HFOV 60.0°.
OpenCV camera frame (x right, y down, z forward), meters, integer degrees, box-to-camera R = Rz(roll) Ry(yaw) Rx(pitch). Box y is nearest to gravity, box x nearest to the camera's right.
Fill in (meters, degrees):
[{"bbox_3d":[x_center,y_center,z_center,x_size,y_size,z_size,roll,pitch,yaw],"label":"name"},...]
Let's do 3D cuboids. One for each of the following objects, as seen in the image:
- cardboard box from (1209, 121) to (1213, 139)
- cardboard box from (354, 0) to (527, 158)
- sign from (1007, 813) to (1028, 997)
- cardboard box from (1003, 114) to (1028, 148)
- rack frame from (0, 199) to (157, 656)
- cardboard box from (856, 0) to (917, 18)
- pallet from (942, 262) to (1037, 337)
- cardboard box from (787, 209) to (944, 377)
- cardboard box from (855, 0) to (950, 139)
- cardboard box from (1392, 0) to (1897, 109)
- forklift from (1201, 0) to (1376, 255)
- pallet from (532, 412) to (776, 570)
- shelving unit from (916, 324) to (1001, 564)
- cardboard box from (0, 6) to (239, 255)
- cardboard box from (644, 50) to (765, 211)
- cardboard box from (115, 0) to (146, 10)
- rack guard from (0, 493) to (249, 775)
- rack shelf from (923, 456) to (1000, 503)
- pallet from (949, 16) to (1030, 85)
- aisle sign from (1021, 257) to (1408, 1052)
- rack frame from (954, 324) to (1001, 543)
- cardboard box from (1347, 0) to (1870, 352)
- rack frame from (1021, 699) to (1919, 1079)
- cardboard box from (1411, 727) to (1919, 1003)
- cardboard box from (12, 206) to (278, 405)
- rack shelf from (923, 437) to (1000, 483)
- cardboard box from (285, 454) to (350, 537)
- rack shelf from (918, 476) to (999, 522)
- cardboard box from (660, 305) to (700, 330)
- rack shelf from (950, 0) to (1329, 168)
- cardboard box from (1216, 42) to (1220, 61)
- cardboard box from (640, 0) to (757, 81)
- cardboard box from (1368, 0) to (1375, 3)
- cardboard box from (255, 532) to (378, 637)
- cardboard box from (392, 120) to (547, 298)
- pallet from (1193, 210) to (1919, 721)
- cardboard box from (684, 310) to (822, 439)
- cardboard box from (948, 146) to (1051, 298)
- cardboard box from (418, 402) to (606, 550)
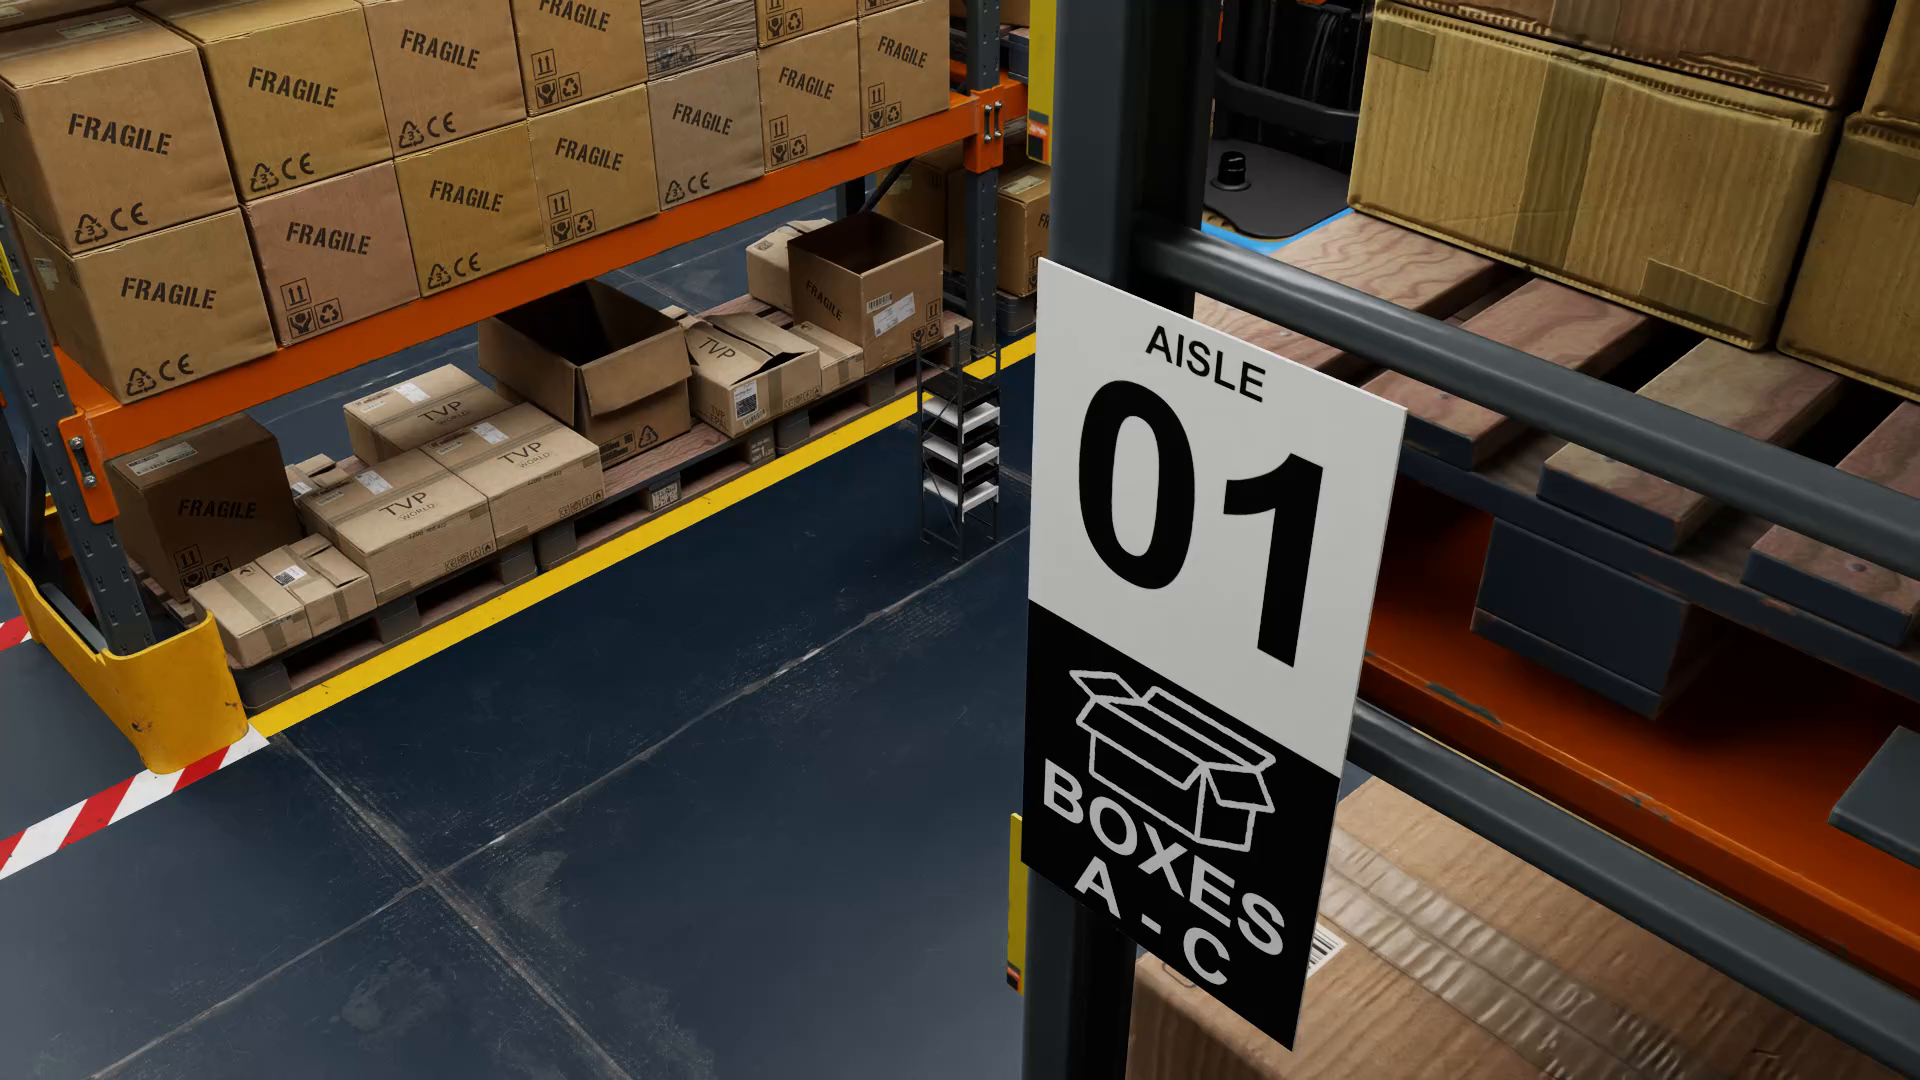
[{"bbox_3d":[1.017,-1.995,8.788,0.500,0.500,0.500,-29,44,-35],"label":"cardboard box"},{"bbox_3d":[-1.822,-1.638,5.515,0.500,0.500,0.500,-29,44,-35],"label":"cardboard box"},{"bbox_3d":[0.102,0.502,2.189,0.100,0.325,0.005,30,45,35],"label":"sign"},{"bbox_3d":[0.276,-1.989,8.780,0.500,0.500,0.500,-30,45,-35],"label":"cardboard box"},{"bbox_3d":[-3.041,-0.697,5.127,1.000,3.000,0.127,30,45,35],"label":"rack frame"},{"bbox_3d":[-0.395,-2.462,6.696,0.500,0.500,0.500,-30,45,-35],"label":"cardboard box"},{"bbox_3d":[0.324,-1.522,8.748,1.003,0.211,1.213,30,45,35],"label":"pallet"},{"bbox_3d":[-0.423,-1.130,7.549,0.500,0.500,0.500,30,45,35],"label":"cardboard box"},{"bbox_3d":[-0.393,-2.055,6.987,0.500,0.500,0.500,-29,44,-35],"label":"cardboard box"},{"bbox_3d":[0.799,-0.798,1.671,0.500,0.500,0.500,29,44,35],"label":"cardboard box"},{"bbox_3d":[1.913,-2.243,7.404,1.130,2.935,3.031,29,44,35],"label":"forklift"},{"bbox_3d":[-1.567,-0.400,7.140,1.003,0.211,1.213,30,45,35],"label":"pallet"},{"bbox_3d":[-0.006,-0.366,6.488,0.258,0.900,0.210,30,45,35],"label":"shelving unit"},{"bbox_3d":[-2.541,-1.222,4.918,0.500,0.500,0.500,-28,44,-34],"label":"cardboard box"},{"bbox_3d":[-1.115,-1.636,6.386,0.500,0.500,0.500,-29,44,-35],"label":"cardboard box"},{"bbox_3d":[-2.567,-1.645,5.525,0.500,0.500,0.500,-29,44,-34],"label":"cardboard box"},{"bbox_3d":[-2.987,0.298,5.886,1.175,0.500,0.348,30,45,35],"label":"rack guard"},{"bbox_3d":[-0.006,-0.265,6.558,0.258,0.077,0.200,30,45,35],"label":"rack shelf"},{"bbox_3d":[0.418,-2.522,7.912,1.003,0.211,1.213,30,45,35],"label":"pallet"},{"bbox_3d":[0.214,0.140,1.654,0.394,0.787,0.004,30,45,35],"label":"aisle sign"},{"bbox_3d":[0.066,-0.407,6.547,0.240,0.900,0.006,30,45,35],"label":"rack frame"},{"bbox_3d":[0.805,-0.488,1.882,0.500,0.250,0.500,-28,44,-34],"label":"cardboard box"},{"bbox_3d":[0.477,1.298,2.266,1.000,3.000,0.127,30,45,35],"label":"rack frame"},{"bbox_3d":[1.334,0.664,2.913,0.980,0.700,0.700,29,44,35],"label":"cardboard box"},{"bbox_3d":[-2.541,-0.812,5.204,0.500,0.500,0.500,-29,44,-35],"label":"cardboard box"},{"bbox_3d":[-0.006,-0.338,6.507,0.258,0.077,0.200,30,45,35],"label":"rack shelf"},{"bbox_3d":[-2.483,-0.163,6.454,0.380,0.166,0.250,30,45,35],"label":"cardboard box"},{"bbox_3d":[-0.006,-0.191,6.610,0.258,0.077,0.200,30,45,35],"label":"rack shelf"},{"bbox_3d":[-1.274,-0.900,7.511,0.380,0.166,0.250,30,45,35],"label":"cardboard box"},{"bbox_3d":[1.187,-2.837,8.825,1.077,0.370,4.000,30,45,35],"label":"rack shelf"},{"bbox_3d":[1.349,-2.491,8.845,0.500,0.250,0.500,29,44,35],"label":"cardboard box"},{"bbox_3d":[-1.109,-2.048,6.103,0.500,0.500,0.500,-30,44,-35],"label":"cardboard box"},{"bbox_3d":[2.790,-3.530,10.736,0.500,0.311,0.500,-29,44,-35],"label":"cardboard box"},{"bbox_3d":[-2.326,0.152,6.002,0.380,0.166,0.250,30,45,35],"label":"cardboard box"},{"bbox_3d":[-1.826,-1.226,5.798,0.500,0.500,0.500,29,44,35],"label":"cardboard box"},{"bbox_3d":[0.992,-0.201,1.871,1.003,0.211,1.213,30,45,35],"label":"pallet"},{"bbox_3d":[-0.951,-0.748,7.166,0.500,0.311,0.500,30,45,35],"label":"cardboard box"},{"bbox_3d":[0.291,-1.574,8.185,0.500,0.500,0.500,27,43,33],"label":"cardboard box"},{"bbox_3d":[-1.752,-0.262,6.522,0.500,0.250,0.500,30,45,35],"label":"cardboard box"}]
